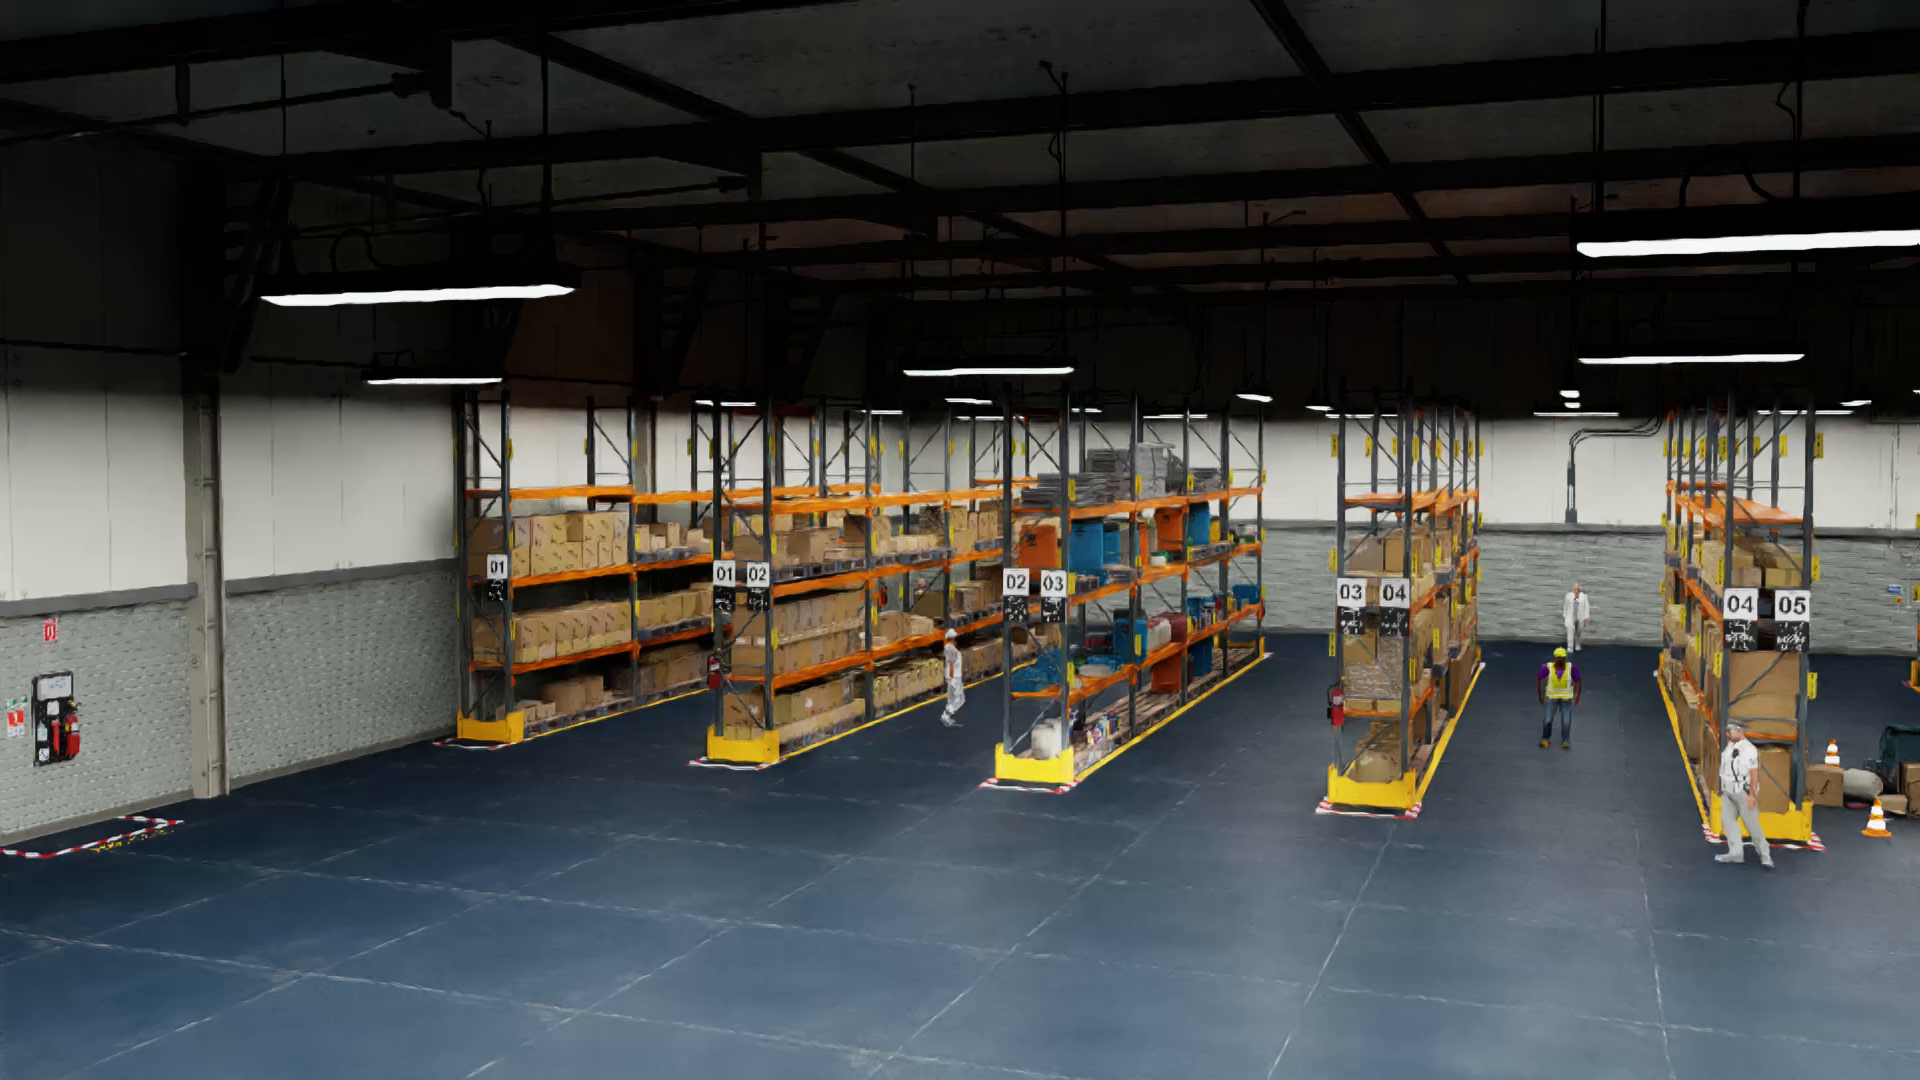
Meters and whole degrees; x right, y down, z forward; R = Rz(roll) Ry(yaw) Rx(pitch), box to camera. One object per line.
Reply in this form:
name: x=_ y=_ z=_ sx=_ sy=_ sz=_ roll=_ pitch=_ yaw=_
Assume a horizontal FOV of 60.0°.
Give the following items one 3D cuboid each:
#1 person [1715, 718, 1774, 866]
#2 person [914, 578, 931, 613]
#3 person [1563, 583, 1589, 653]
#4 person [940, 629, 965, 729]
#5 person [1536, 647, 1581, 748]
person: x=9.483 y=3.029 z=20.080 sx=0.563 sy=1.748 sz=0.656 roll=0 pitch=3 yaw=-8
person: x=-0.947 y=1.862 z=42.186 sx=0.603 sy=1.628 sz=1.111 roll=1 pitch=3 yaw=20
person: x=15.082 y=1.894 z=40.700 sx=0.588 sy=1.700 sz=1.193 roll=1 pitch=3 yaw=18
person: x=-0.151 y=2.476 z=29.611 sx=0.443 sy=1.786 sz=0.598 roll=0 pitch=3 yaw=-7
person: x=9.972 y=2.627 z=27.714 sx=0.719 sy=1.714 sz=0.578 roll=1 pitch=3 yaw=18
